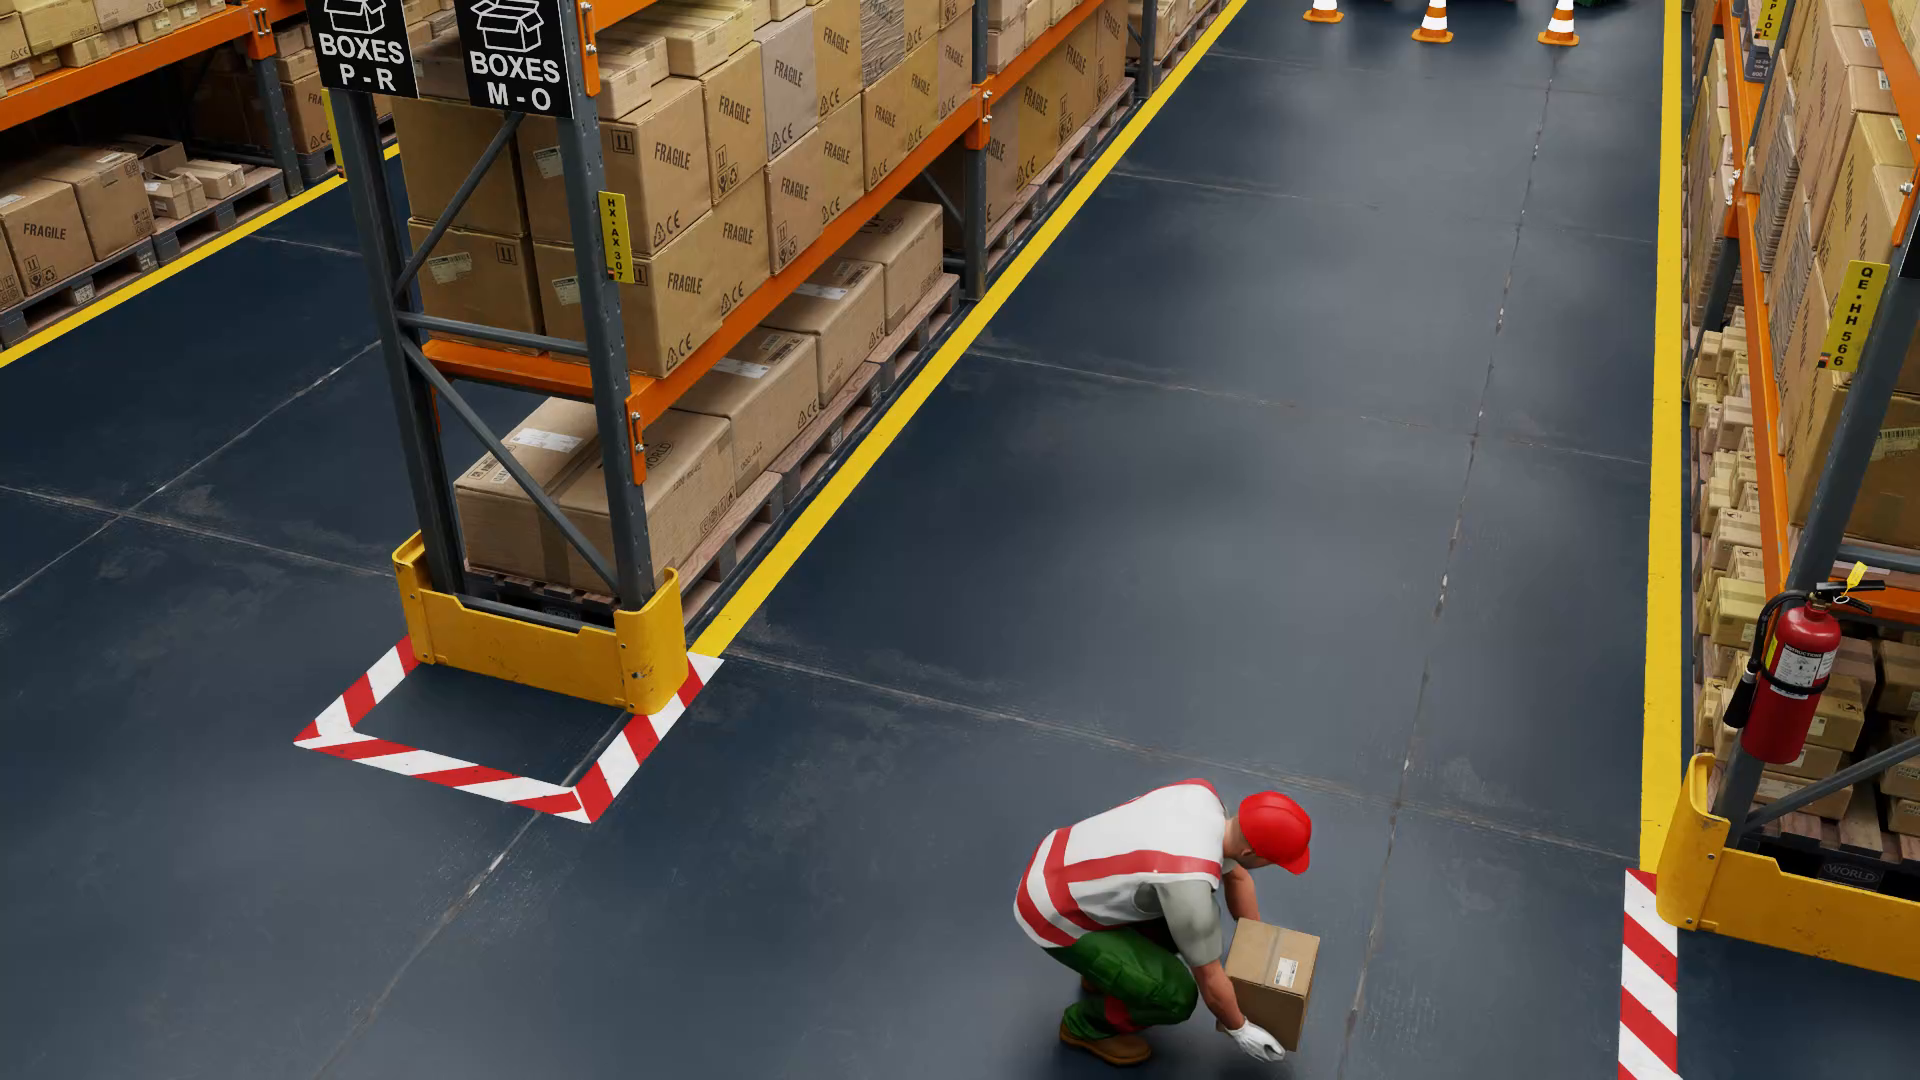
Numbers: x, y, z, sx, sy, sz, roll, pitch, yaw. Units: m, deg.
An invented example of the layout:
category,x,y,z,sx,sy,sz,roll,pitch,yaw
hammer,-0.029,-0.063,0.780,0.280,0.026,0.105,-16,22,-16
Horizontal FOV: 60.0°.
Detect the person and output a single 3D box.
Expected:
category,x,y,z,sx,sy,sz,roll,pitch,yaw
person,0.621,1.130,5.100,0.884,1.006,0.572,11,35,16
